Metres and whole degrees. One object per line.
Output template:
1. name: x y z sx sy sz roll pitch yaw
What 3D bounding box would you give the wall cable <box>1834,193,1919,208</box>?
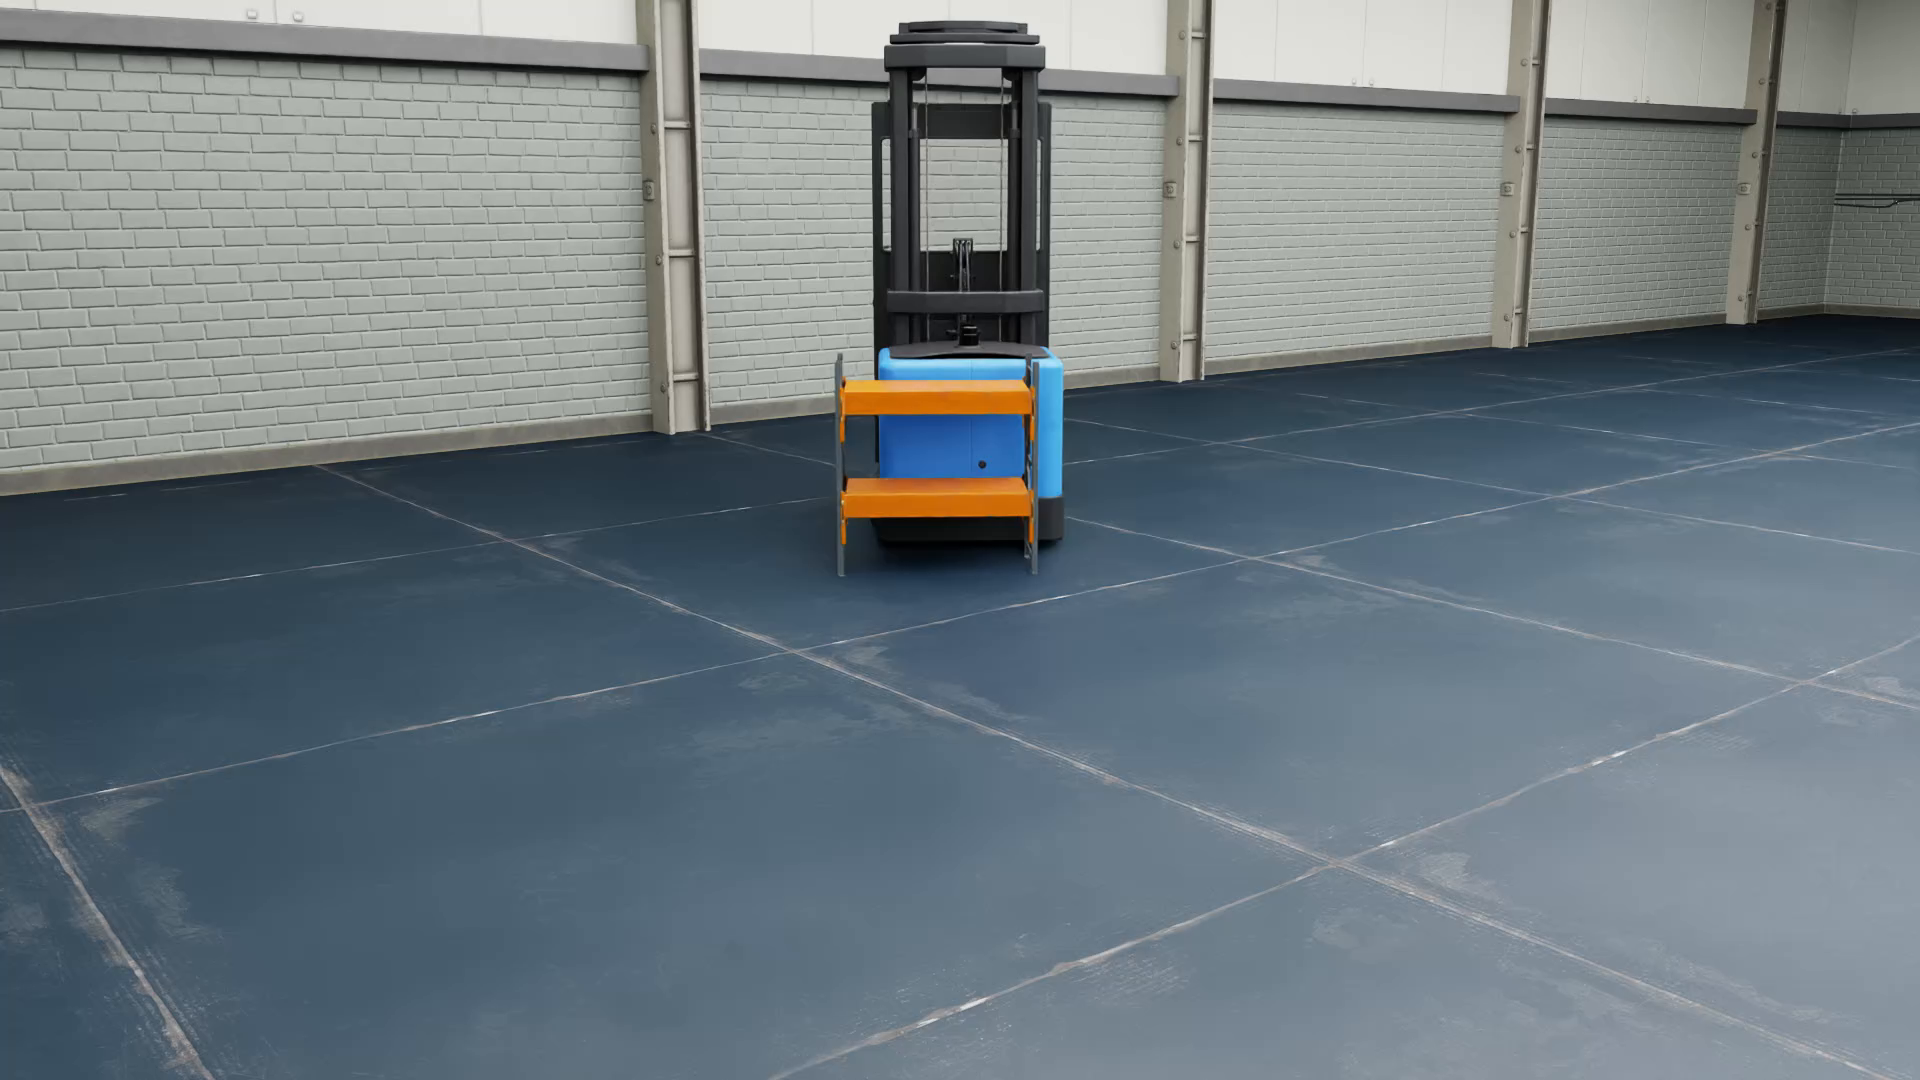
1. wall cable: 14.842 -6.308 25.148 0.112 2.526 3.097 -9 15 -38

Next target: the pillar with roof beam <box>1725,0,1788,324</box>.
1. pillar with roof beam: 14.405 -6.961 20.747 0.400 9.000 9.100 -9 15 -38

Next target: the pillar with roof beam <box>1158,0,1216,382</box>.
1. pillar with roof beam: 5.034 -5.404 13.414 0.400 9.000 9.100 -9 15 -38

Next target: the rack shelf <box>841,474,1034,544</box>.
1. rack shelf: -0.127 -0.172 8.906 1.000 0.278 0.538 0 12 -2

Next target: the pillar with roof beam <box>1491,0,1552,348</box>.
1. pillar with roof beam: 9.719 -6.183 17.080 0.400 9.000 9.100 -9 15 -38

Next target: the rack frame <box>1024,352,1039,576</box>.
1. rack frame: 0.381 -0.415 8.876 0.032 1.125 0.500 0 12 -2

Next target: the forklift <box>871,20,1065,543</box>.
1. forklift: -0.004 -1.674 10.455 1.130 2.935 3.031 -1 12 -3

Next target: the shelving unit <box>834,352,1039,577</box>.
1. shelving unit: -0.127 -0.411 8.856 1.048 1.125 0.538 0 12 -2

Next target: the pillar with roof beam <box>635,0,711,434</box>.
1. pillar with roof beam: 0.349 -4.626 9.747 0.400 9.000 9.100 -9 15 -38

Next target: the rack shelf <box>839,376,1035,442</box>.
1. rack shelf: -0.127 -0.697 8.795 1.000 0.278 0.538 0 12 -2

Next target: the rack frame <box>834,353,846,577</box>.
1. rack frame: -0.635 -0.406 8.835 0.032 1.125 0.500 0 12 -2
